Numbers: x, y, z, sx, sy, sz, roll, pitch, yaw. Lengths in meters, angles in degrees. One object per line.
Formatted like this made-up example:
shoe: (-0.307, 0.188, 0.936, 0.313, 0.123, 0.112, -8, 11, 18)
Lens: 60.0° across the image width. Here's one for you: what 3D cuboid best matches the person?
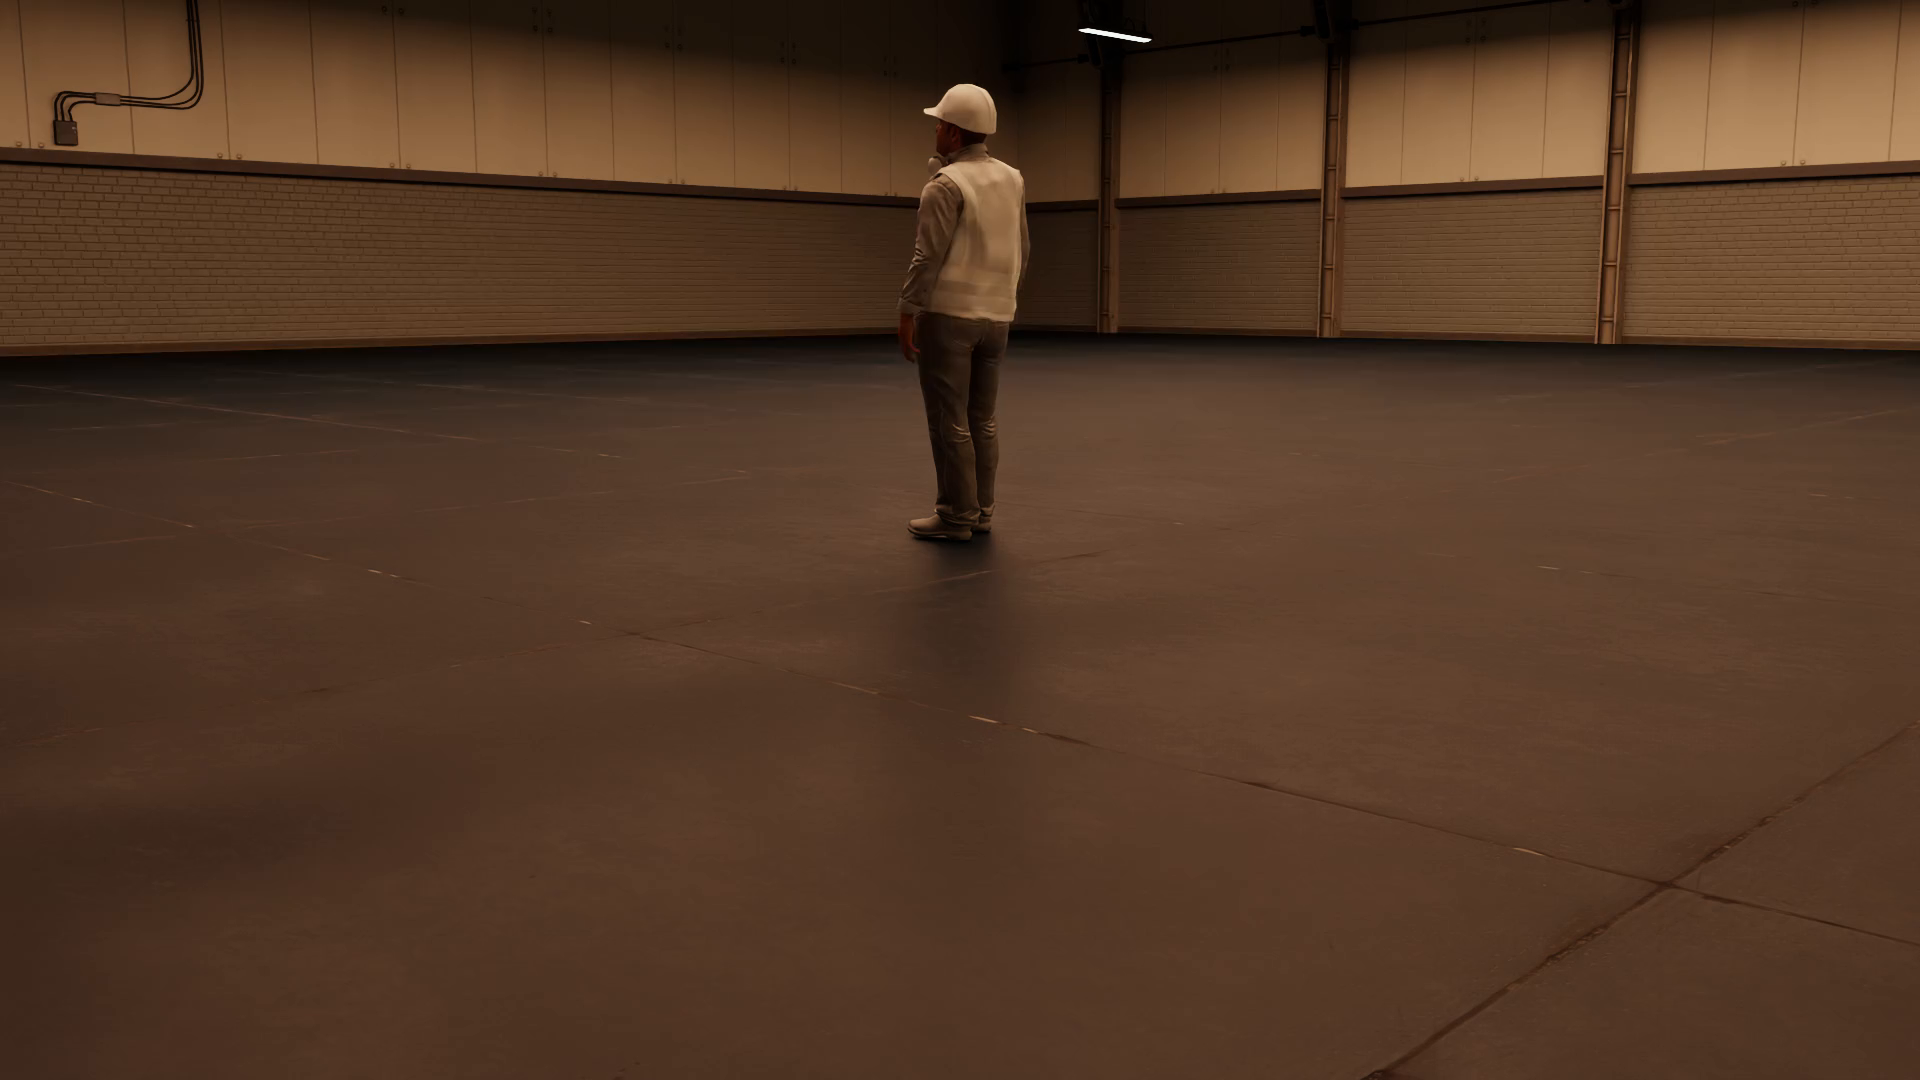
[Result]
person: (-0.039, -0.892, 6.632, 0.568, 1.773, 0.632, 8, 12, 43)
